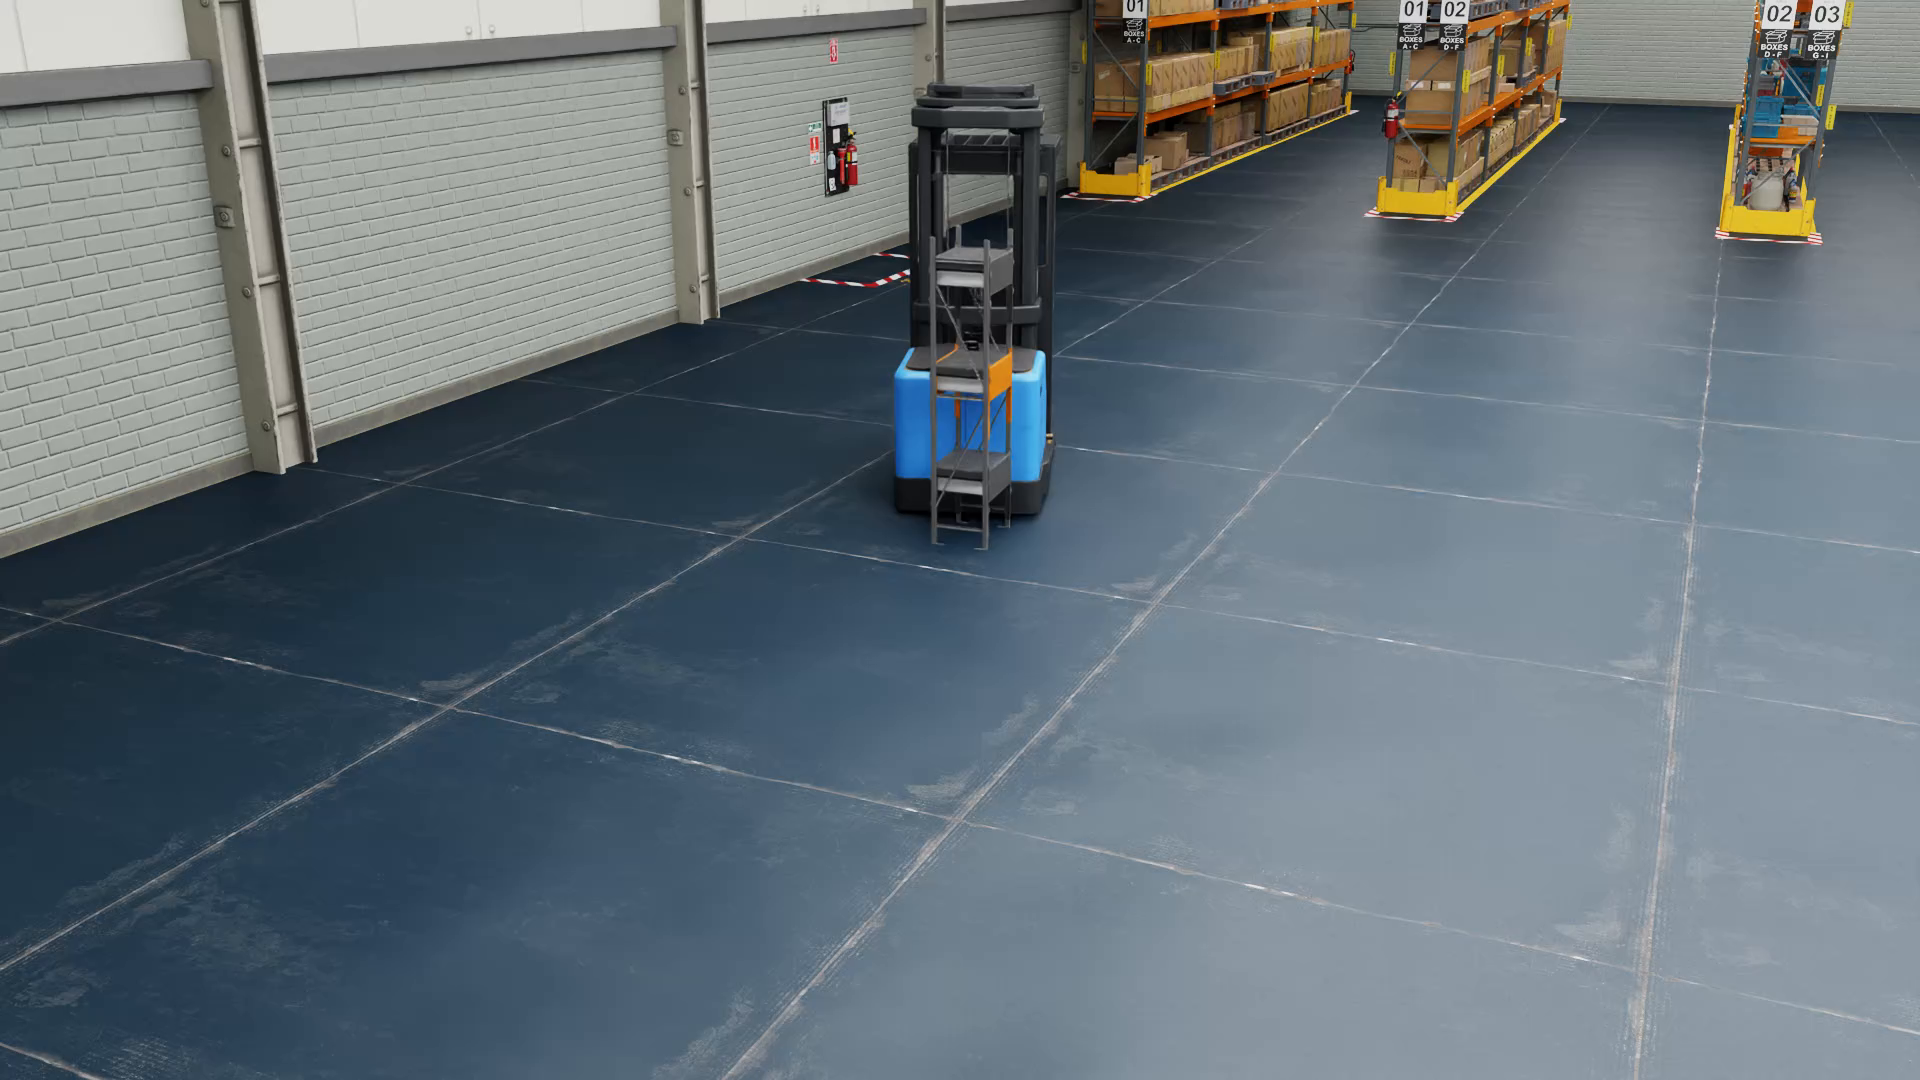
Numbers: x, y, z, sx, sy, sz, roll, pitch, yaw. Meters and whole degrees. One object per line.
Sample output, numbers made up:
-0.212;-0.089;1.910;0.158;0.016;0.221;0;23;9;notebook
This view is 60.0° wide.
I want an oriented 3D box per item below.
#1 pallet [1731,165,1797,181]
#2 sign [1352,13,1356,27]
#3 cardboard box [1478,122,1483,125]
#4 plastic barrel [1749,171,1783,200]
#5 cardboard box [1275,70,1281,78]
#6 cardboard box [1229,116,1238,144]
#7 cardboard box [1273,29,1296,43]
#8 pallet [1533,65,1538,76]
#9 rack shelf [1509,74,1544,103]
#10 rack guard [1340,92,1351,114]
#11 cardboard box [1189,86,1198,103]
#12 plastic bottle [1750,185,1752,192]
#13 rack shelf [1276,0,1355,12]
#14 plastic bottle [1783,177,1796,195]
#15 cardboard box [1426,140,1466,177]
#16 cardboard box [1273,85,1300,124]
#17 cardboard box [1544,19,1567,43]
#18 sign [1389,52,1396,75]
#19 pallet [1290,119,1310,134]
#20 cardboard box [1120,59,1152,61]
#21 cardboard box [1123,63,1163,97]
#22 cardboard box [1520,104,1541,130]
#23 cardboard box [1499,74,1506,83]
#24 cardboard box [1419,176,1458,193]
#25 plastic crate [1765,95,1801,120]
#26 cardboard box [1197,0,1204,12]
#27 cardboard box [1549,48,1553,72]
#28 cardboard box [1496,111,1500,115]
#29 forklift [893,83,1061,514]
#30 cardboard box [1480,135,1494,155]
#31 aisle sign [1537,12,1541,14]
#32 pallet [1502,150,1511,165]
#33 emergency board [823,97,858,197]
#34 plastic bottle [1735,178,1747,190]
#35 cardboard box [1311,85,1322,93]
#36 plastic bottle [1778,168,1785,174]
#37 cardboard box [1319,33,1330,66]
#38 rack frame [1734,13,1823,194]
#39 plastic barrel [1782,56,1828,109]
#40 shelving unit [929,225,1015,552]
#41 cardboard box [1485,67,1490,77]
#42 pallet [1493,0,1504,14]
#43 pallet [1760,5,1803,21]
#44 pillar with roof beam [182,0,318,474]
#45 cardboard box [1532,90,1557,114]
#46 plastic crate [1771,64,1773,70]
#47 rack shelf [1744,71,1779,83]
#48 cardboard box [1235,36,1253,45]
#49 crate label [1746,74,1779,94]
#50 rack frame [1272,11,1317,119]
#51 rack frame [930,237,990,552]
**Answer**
14.005;-6.343;28.988;1.003;0.211;1.213;9;21;23;pallet
9.586;-12.643;40.461;0.100;0.325;0.005;9;21;23;sign
9.651;-7.825;31.636;0.500;0.311;0.500;8;21;21;cardboard box
11.988;-5.205;24.713;0.421;0.512;0.421;0;20;0;plastic barrel
6.464;-9.724;34.681;0.380;0.149;0.250;9;22;24;cardboard box
5.078;-8.124;32.910;0.700;0.500;0.500;8;21;22;cardboard box
6.865;-10.747;35.469;0.500;0.250;0.500;8;21;22;cardboard box
11.552;-9.843;34.957;1.003;0.211;1.213;9;21;23;pallet
11.160;-9.213;33.971;1.077;0.370;4.000;9;21;23;rack shelf
9.106;-10.894;41.355;1.175;0.500;0.348;9;21;23;rack guard
3.861;-7.841;29.235;0.500;0.250;0.500;8;21;22;cardboard box
12.241;-5.429;25.777;0.097;0.201;0.097;0;20;0;plastic bottle
8.277;-12.527;38.815;1.077;0.370;4.000;9;21;23;rack shelf
12.939;-5.518;25.916;0.152;0.276;0.135;9;21;24;plastic bottle
7.691;-6.037;26.325;0.500;0.500;0.500;9;21;23;cardboard box
6.949;-9.538;36.393;0.750;0.750;0.750;9;22;24;cardboard box
13.686;-11.730;38.335;0.500;0.500;0.500;8;21;22;cardboard box
6.576;-7.231;25.242;0.100;0.325;0.005;9;21;23;sign
7.211;-9.282;37.253;1.003;0.211;1.213;9;21;23;pallet
2.966;-7.950;28.421;0.500;0.500;0.500;8;21;21;cardboard box
3.014;-7.570;27.353;0.500;0.500;0.500;9;21;23;cardboard box
12.038;-9.003;35.380;0.500;0.500;0.500;8;21;22;cardboard box
10.152;-8.793;31.850;0.500;0.311;0.500;10;22;26;cardboard box
7.488;-5.531;26.020;0.500;0.250;0.500;9;21;23;cardboard box
12.890;-6.865;26.388;0.767;0.338;0.504;9;21;23;plastic crate
3.982;-9.525;29.119;0.500;0.500;0.500;7;21;18;cardboard box
12.643;-10.486;36.327;0.500;0.500;0.500;9;21;24;cardboard box
10.529;-8.659;33.295;0.500;0.250;0.500;9;22;25;cardboard box
0.189;-2.013;12.756;1.130;2.935;3.031;2;20;5;forklift
9.100;-6.976;29.249;0.500;0.311;0.500;9;21;23;cardboard box
13.377;-12.672;38.744;0.394;0.787;0.004;9;21;23;aisle sign
9.968;-7.380;31.906;1.003;0.211;1.213;9;21;23;pallet
-1.462;-4.922;20.831;0.194;1.169;0.643;9;21;23;emergency board
12.120;-5.475;25.796;0.152;0.276;0.135;8;21;21;plastic bottle
8.165;-10.462;38.545;0.380;0.149;0.250;9;22;25;cardboard box
13.088;-5.779;26.540;0.144;0.351;0.185;9;21;23;plastic bottle
7.999;-11.369;38.513;0.980;0.700;0.700;8;21;21;cardboard box
13.221;-7.037;26.779;1.000;3.000;0.127;9;21;23;rack frame
13.655;-7.349;26.910;0.600;0.901;0.708;9;21;23;plastic barrel
0.079;-1.011;11.177;0.431;2.100;0.503;7;21;19;shelving unit
8.787;-7.958;28.251;0.380;0.149;0.250;9;21;23;cardboard box
8.377;-8.825;27.462;1.003;0.211;1.213;9;21;23;pallet
13.014;-8.127;25.650;1.213;0.211;1.003;9;21;23;pallet
-1.402;-4.239;9.960;9.100;9.000;0.400;9;21;23;pillar with roof beam
13.619;-10.215;38.791;0.500;0.500;0.500;9;21;23;cardboard box
17.834;-10.248;36.113;0.396;0.136;0.243;9;21;23;plastic crate
17.316;-9.755;35.495;1.077;0.370;4.000;9;21;23;rack shelf
5.706;-10.069;33.532;0.380;0.149;0.250;6;20;16;cardboard box
14.205;-8.010;29.461;0.502;0.435;0.616;9;21;23;crate label
7.458;-10.842;37.478;1.000;3.000;0.127;9;21;23;rack frame
-0.003;-0.934;10.961;0.400;2.100;0.015;7;21;19;rack frame
